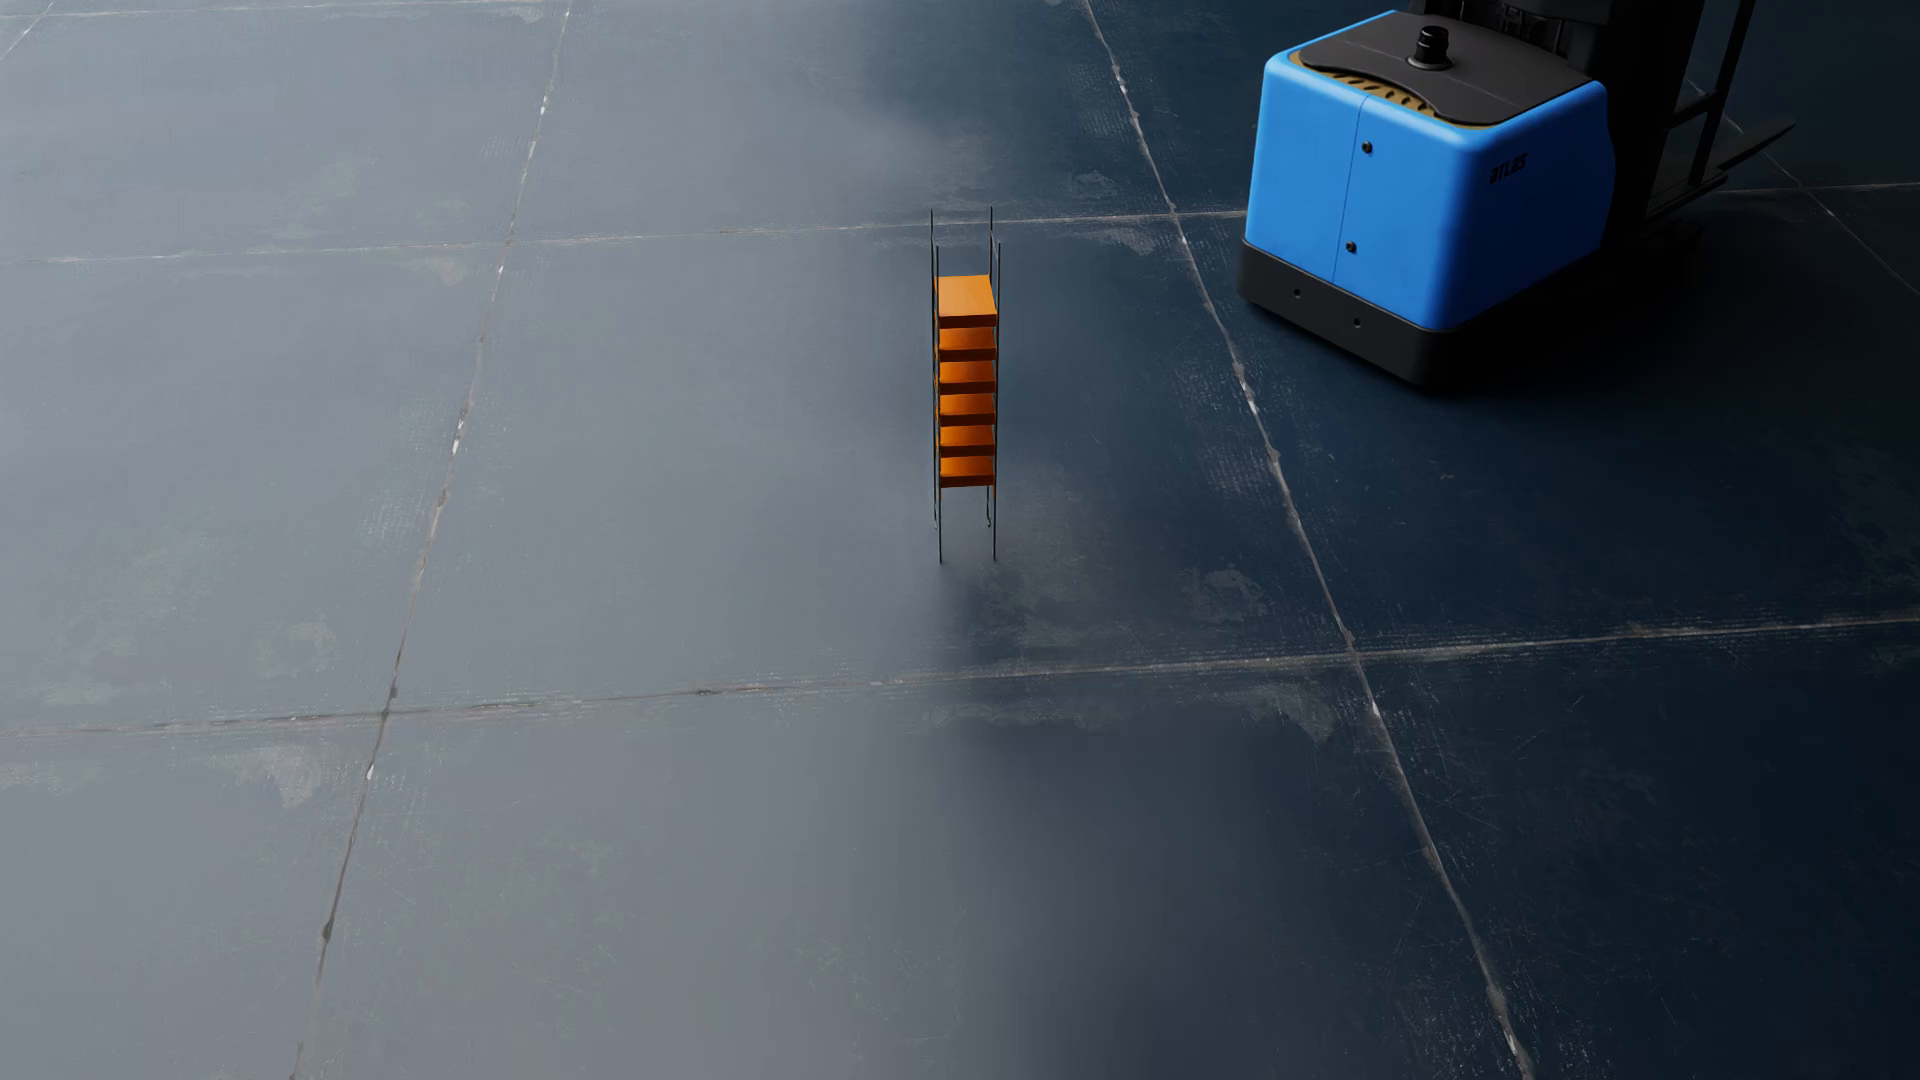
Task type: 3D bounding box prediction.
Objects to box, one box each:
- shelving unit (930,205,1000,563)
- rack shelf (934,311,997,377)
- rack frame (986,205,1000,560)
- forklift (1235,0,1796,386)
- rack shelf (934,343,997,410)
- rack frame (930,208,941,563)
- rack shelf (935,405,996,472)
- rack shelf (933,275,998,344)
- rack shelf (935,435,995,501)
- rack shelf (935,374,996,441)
[{"bbox_3d":[0.014,-0.472,5.349,0.189,1.200,0.258,-3,38,-4],"label":"shelving unit"},{"bbox_3d":[0.014,-0.625,5.228,0.180,0.103,0.258,-3,38,-4],"label":"rack shelf"},{"bbox_3d":[0.106,-0.477,5.355,0.006,1.200,0.240,-3,38,-4],"label":"rack frame"},{"bbox_3d":[2.595,-2.509,6.533,3.031,2.935,1.130,-28,46,-31],"label":"forklift"},{"bbox_3d":[0.014,-0.531,5.302,0.180,0.103,0.258,-3,38,-4],"label":"rack shelf"},{"bbox_3d":[-0.077,-0.467,5.343,0.006,1.200,0.240,-3,38,-4],"label":"rack frame"},{"bbox_3d":[0.014,-0.343,5.451,0.180,0.103,0.258,-3,38,-4],"label":"rack shelf"},{"bbox_3d":[0.014,-0.720,5.154,0.180,0.103,0.258,-3,38,-4],"label":"rack shelf"},{"bbox_3d":[0.014,-0.249,5.525,0.180,0.103,0.258,-3,38,-4],"label":"rack shelf"},{"bbox_3d":[0.014,-0.437,5.377,0.180,0.103,0.258,-3,38,-4],"label":"rack shelf"}]
